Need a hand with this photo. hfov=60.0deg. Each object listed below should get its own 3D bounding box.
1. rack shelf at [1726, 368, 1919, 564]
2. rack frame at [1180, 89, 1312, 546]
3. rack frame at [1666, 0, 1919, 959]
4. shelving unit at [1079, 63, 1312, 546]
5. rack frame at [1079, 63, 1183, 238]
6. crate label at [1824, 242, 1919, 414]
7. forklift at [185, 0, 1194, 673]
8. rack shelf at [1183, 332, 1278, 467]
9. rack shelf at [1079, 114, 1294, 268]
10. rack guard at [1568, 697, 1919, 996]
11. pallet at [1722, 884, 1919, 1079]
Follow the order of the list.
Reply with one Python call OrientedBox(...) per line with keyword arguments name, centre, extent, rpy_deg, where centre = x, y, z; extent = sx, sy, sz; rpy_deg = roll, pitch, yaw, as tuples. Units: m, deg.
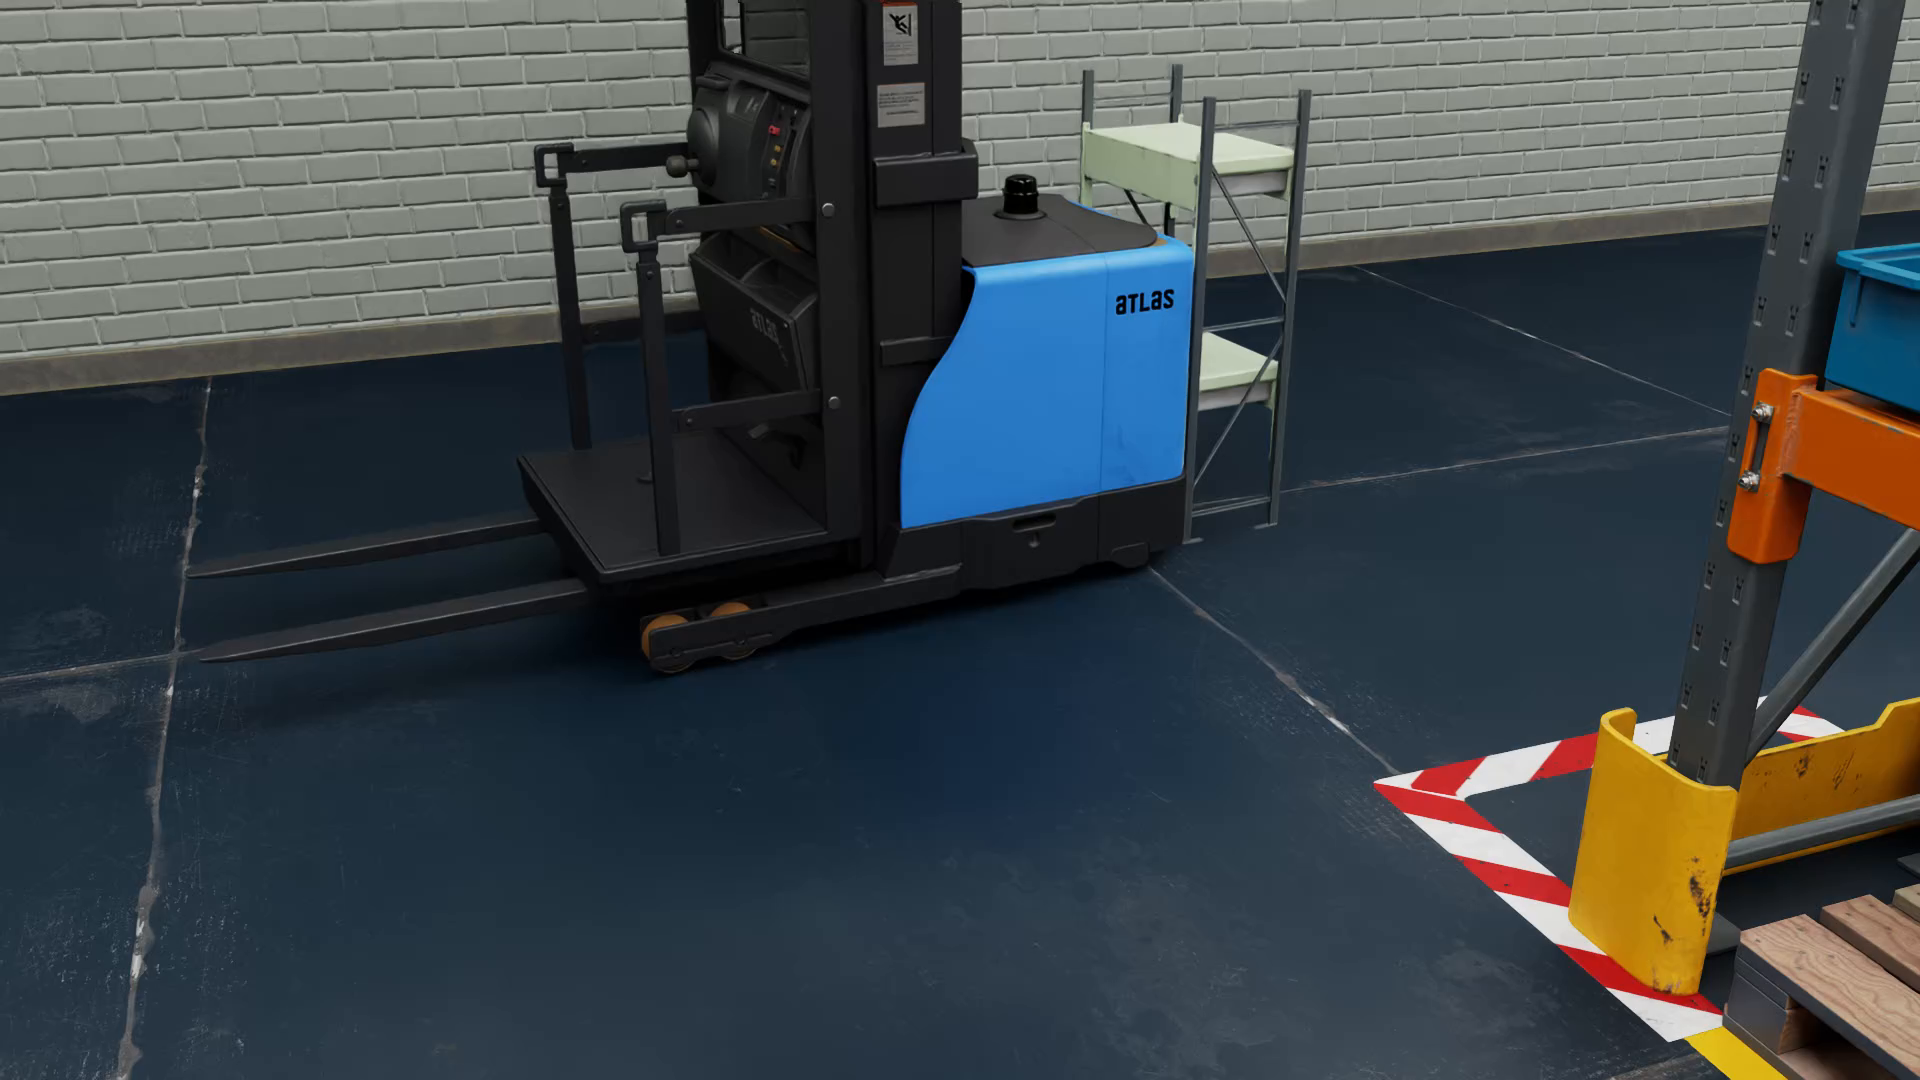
OrientedBox(name="rack shelf", centre=(2.681, 0.504, 1.619), extent=(1.077, 0.370, 4.000), rpy_deg=(-8, 24, -19))
OrientedBox(name="rack frame", centre=(0.935, -0.709, 5.502), extent=(0.400, 1.500, 0.023), rpy_deg=(-11, 25, -24))
OrientedBox(name="rack frame", centre=(1.974, -0.555, 3.204), extent=(1.000, 3.000, 0.127), rpy_deg=(-8, 24, -19))
OrientedBox(name="shelving unit", centre=(0.771, -0.837, 5.804), extent=(0.431, 1.500, 0.755), rpy_deg=(-11, 25, -24))
OrientedBox(name="rack frame", centre=(0.607, -0.964, 6.105), extent=(0.400, 1.500, 0.023), rpy_deg=(-11, 25, -24))
OrientedBox(name="crate label", centre=(1.754, -0.370, 2.905), extent=(0.416, 0.233, 0.303), rpy_deg=(-8, 24, -19))
OrientedBox(name="forklift", centre=(-0.806, -1.198, 4.818), extent=(3.031, 2.935, 1.130), rpy_deg=(-11, 25, -24))
OrientedBox(name="rack shelf", centre=(0.771, -0.536, 5.930), extent=(0.431, 0.370, 0.720), rpy_deg=(-11, 25, -24))
OrientedBox(name="rack shelf", centre=(0.771, -1.196, 5.652), extent=(0.431, 0.370, 0.720), rpy_deg=(-11, 25, -24))
OrientedBox(name="rack guard", centre=(1.954, 0.590, 3.706), extent=(1.175, 0.500, 0.348), rpy_deg=(-8, 24, -19))
OrientedBox(name="pallet", centre=(2.230, 1.035, 3.022), extent=(1.003, 0.211, 1.213), rpy_deg=(-8, 24, -19))
